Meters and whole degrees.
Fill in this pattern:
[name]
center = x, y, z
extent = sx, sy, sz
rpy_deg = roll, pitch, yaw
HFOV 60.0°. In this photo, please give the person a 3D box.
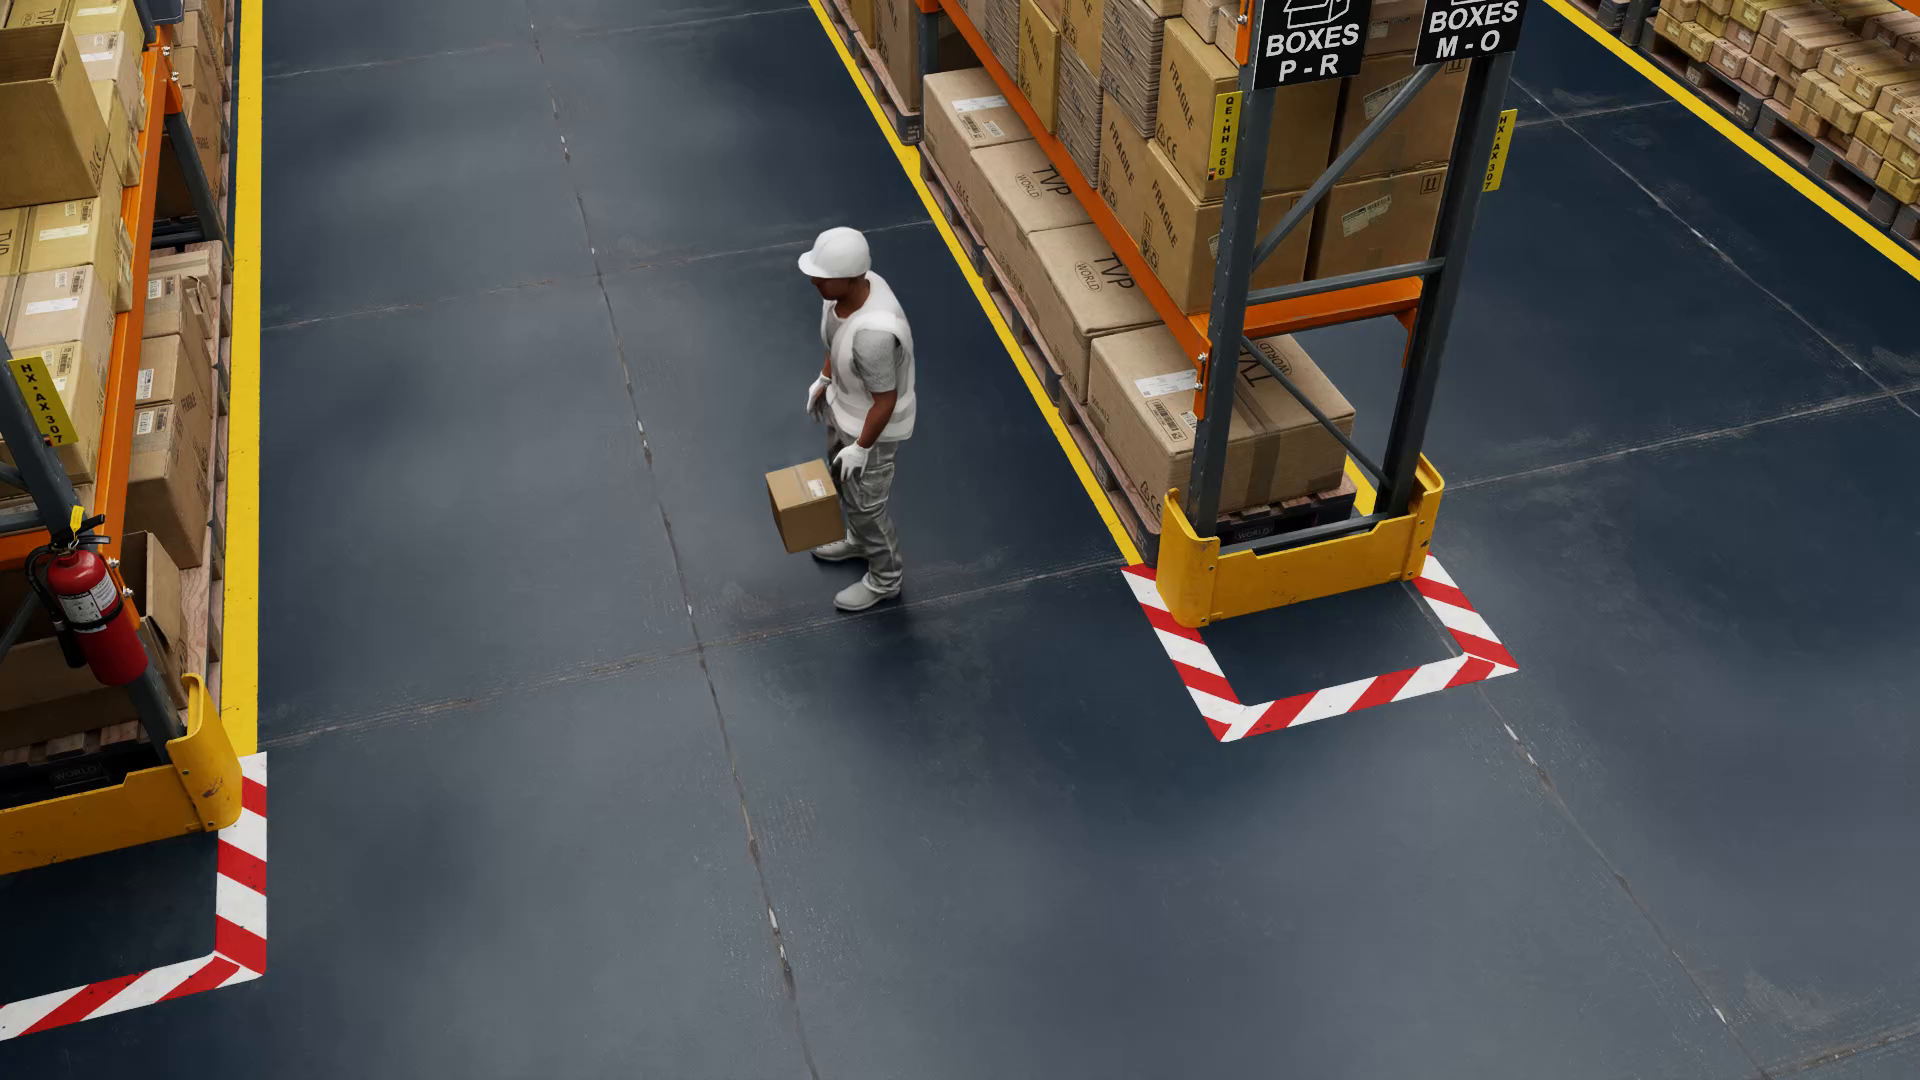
[person]
center = -0.401, -0.492, 6.696
extent = 0.417, 1.780, 0.578
rpy_deg = -13, 43, -14
